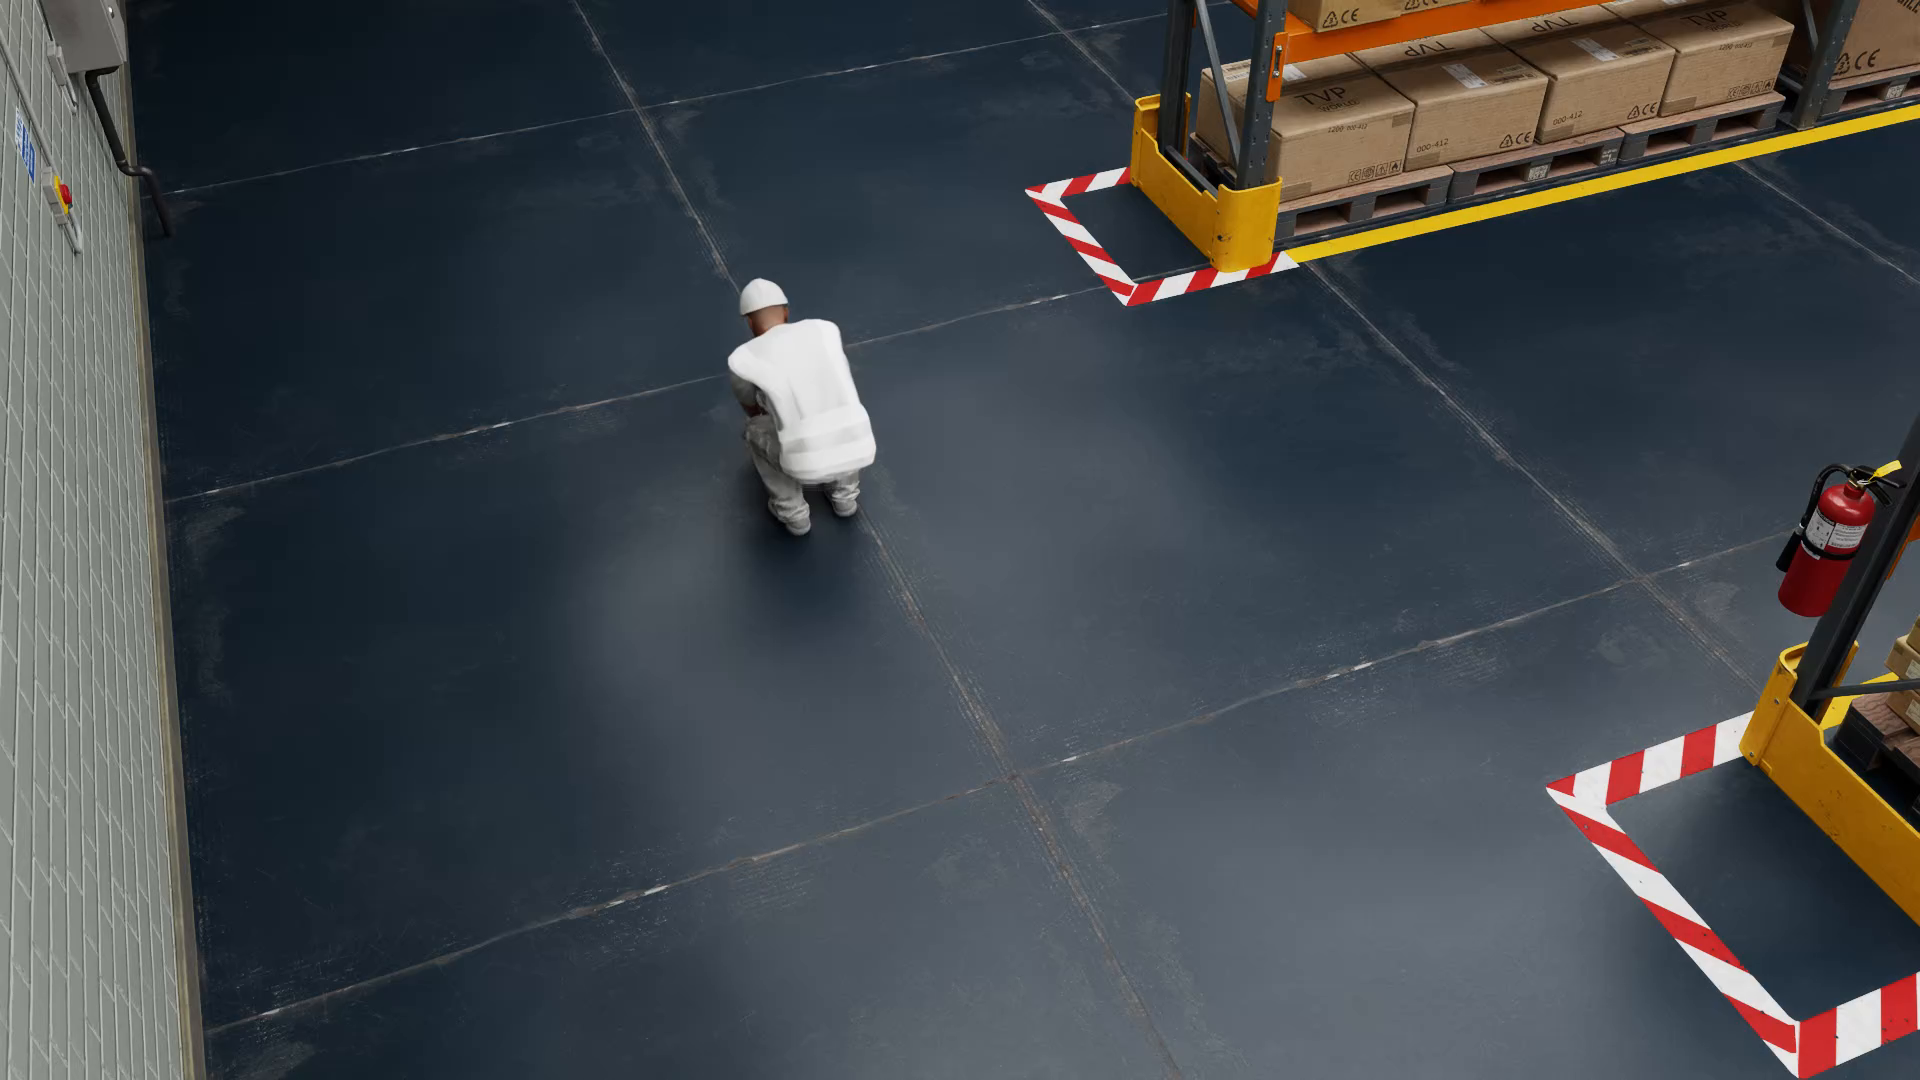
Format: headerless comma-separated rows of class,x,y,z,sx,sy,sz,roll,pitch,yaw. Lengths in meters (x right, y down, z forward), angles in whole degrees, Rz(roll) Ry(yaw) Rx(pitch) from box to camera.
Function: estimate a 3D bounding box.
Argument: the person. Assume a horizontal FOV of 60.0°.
person,-0.737,-0.633,7.353,0.536,0.873,0.898,-16,44,-17
